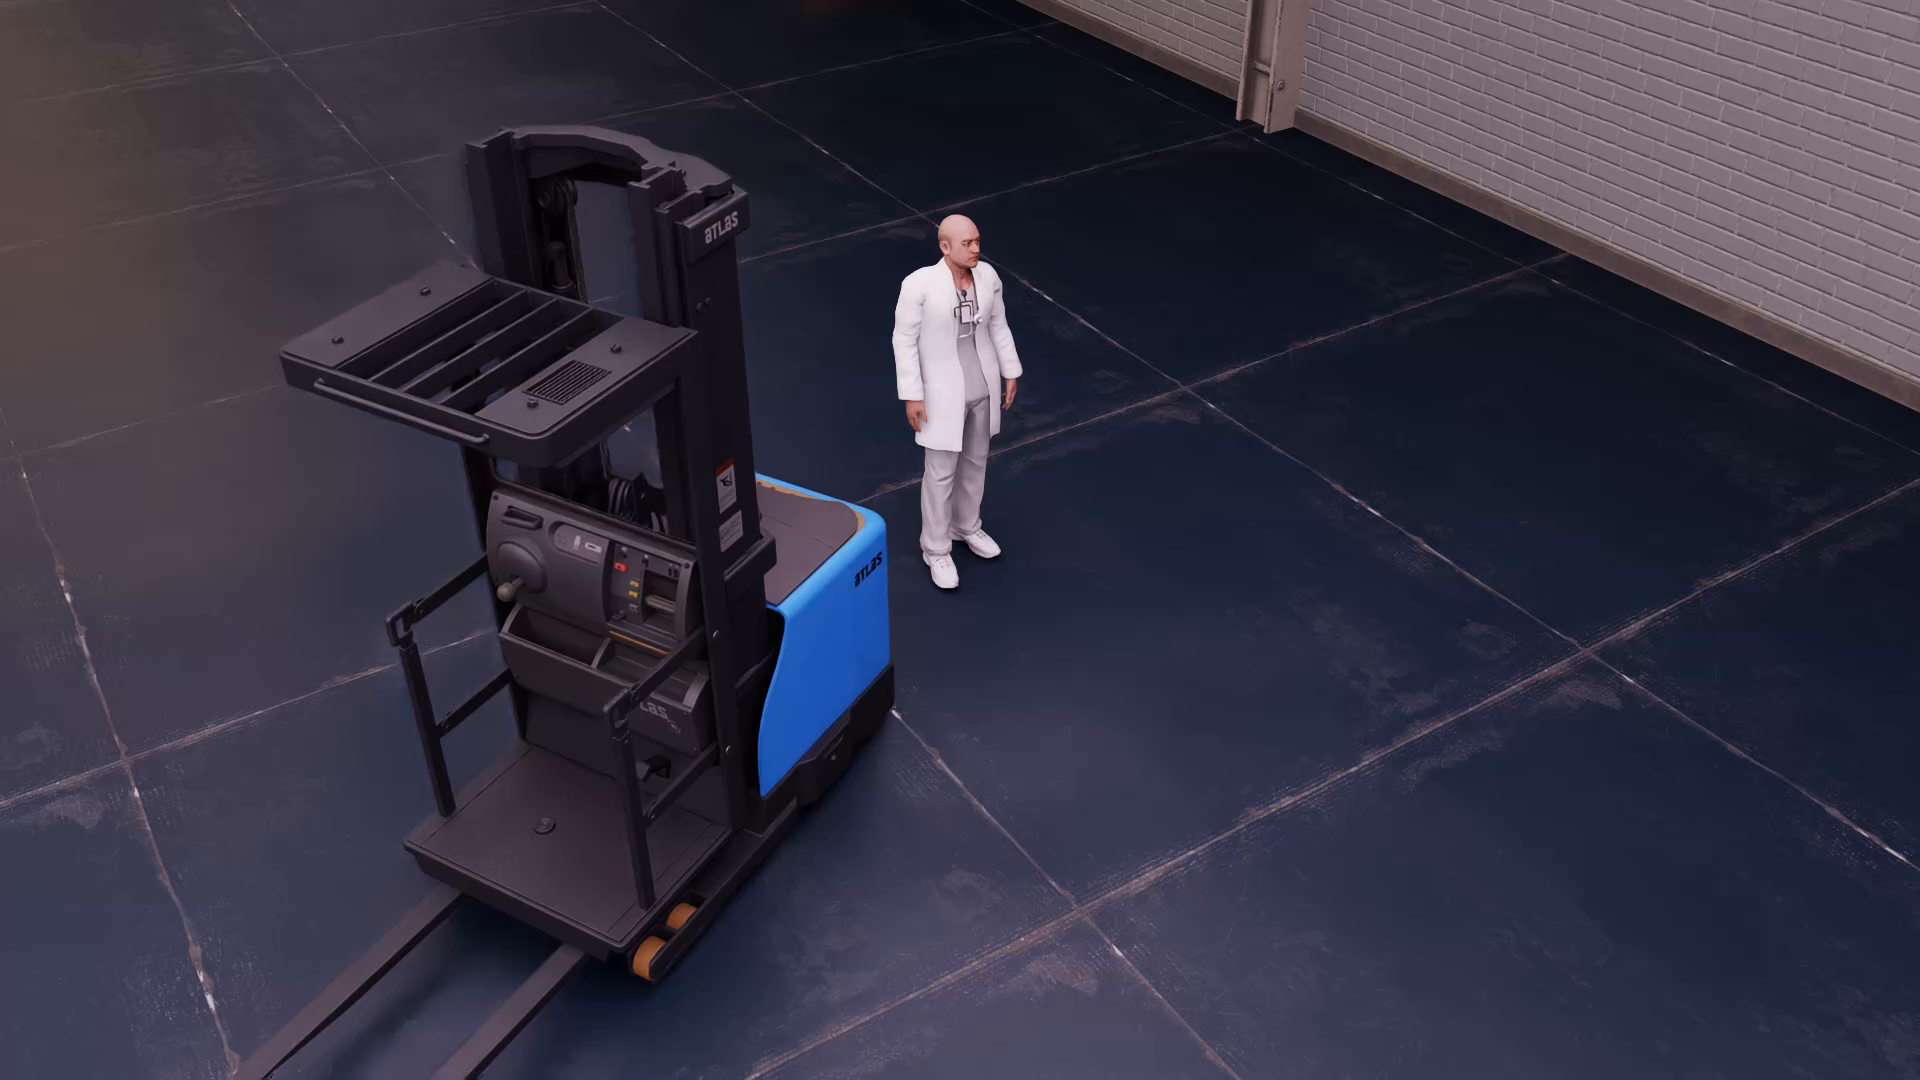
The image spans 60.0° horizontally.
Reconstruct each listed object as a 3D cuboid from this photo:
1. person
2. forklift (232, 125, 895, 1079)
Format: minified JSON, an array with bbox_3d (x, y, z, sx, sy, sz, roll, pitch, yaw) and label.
[{"bbox_3d":[0.047,-0.688,8.117,0.696,1.778,0.578,-21,40,-27],"label":"person"},{"bbox_3d":[-1.457,0.172,5.903,1.130,2.935,3.031,18,39,24],"label":"forklift"}]
